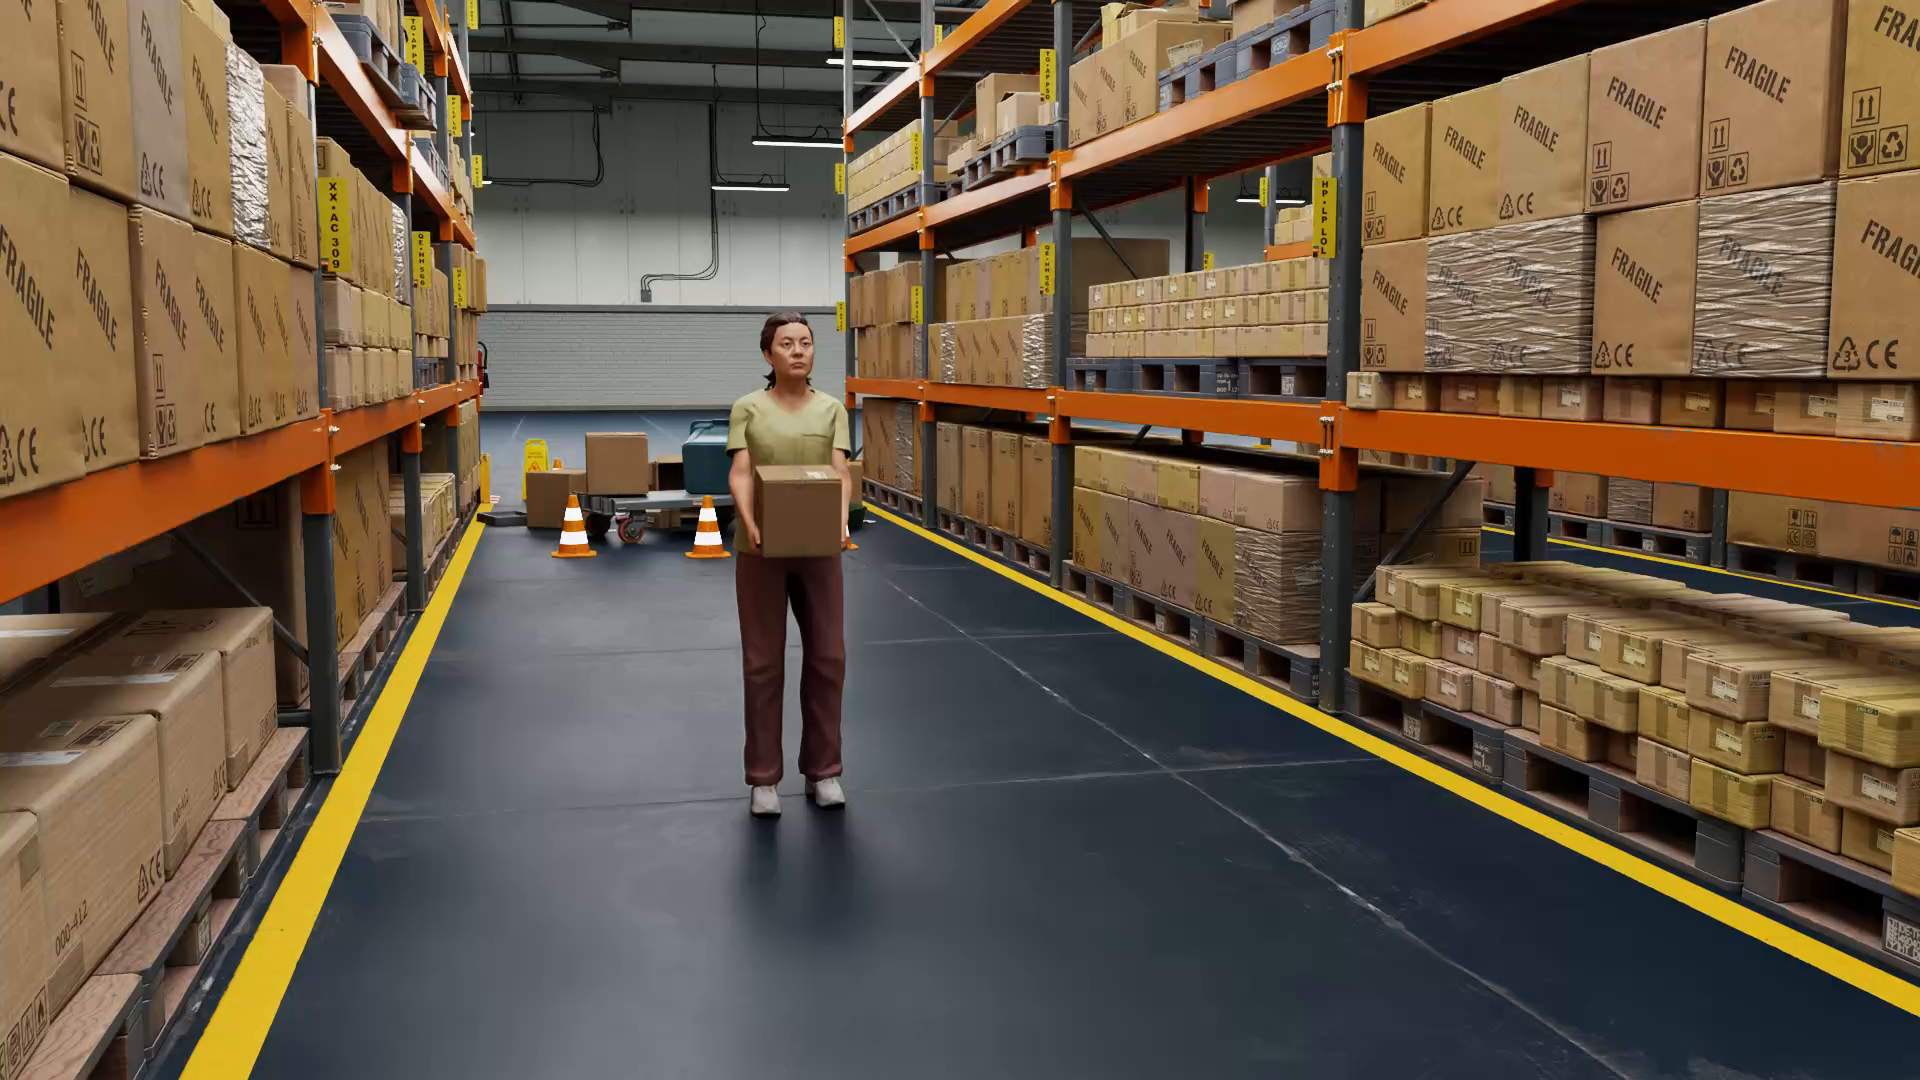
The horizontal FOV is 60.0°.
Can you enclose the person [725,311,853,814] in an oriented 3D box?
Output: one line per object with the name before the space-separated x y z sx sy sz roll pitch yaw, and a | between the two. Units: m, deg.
person | -0.559 0.070 5.558 0.425 1.662 0.562 -1 6 -13
